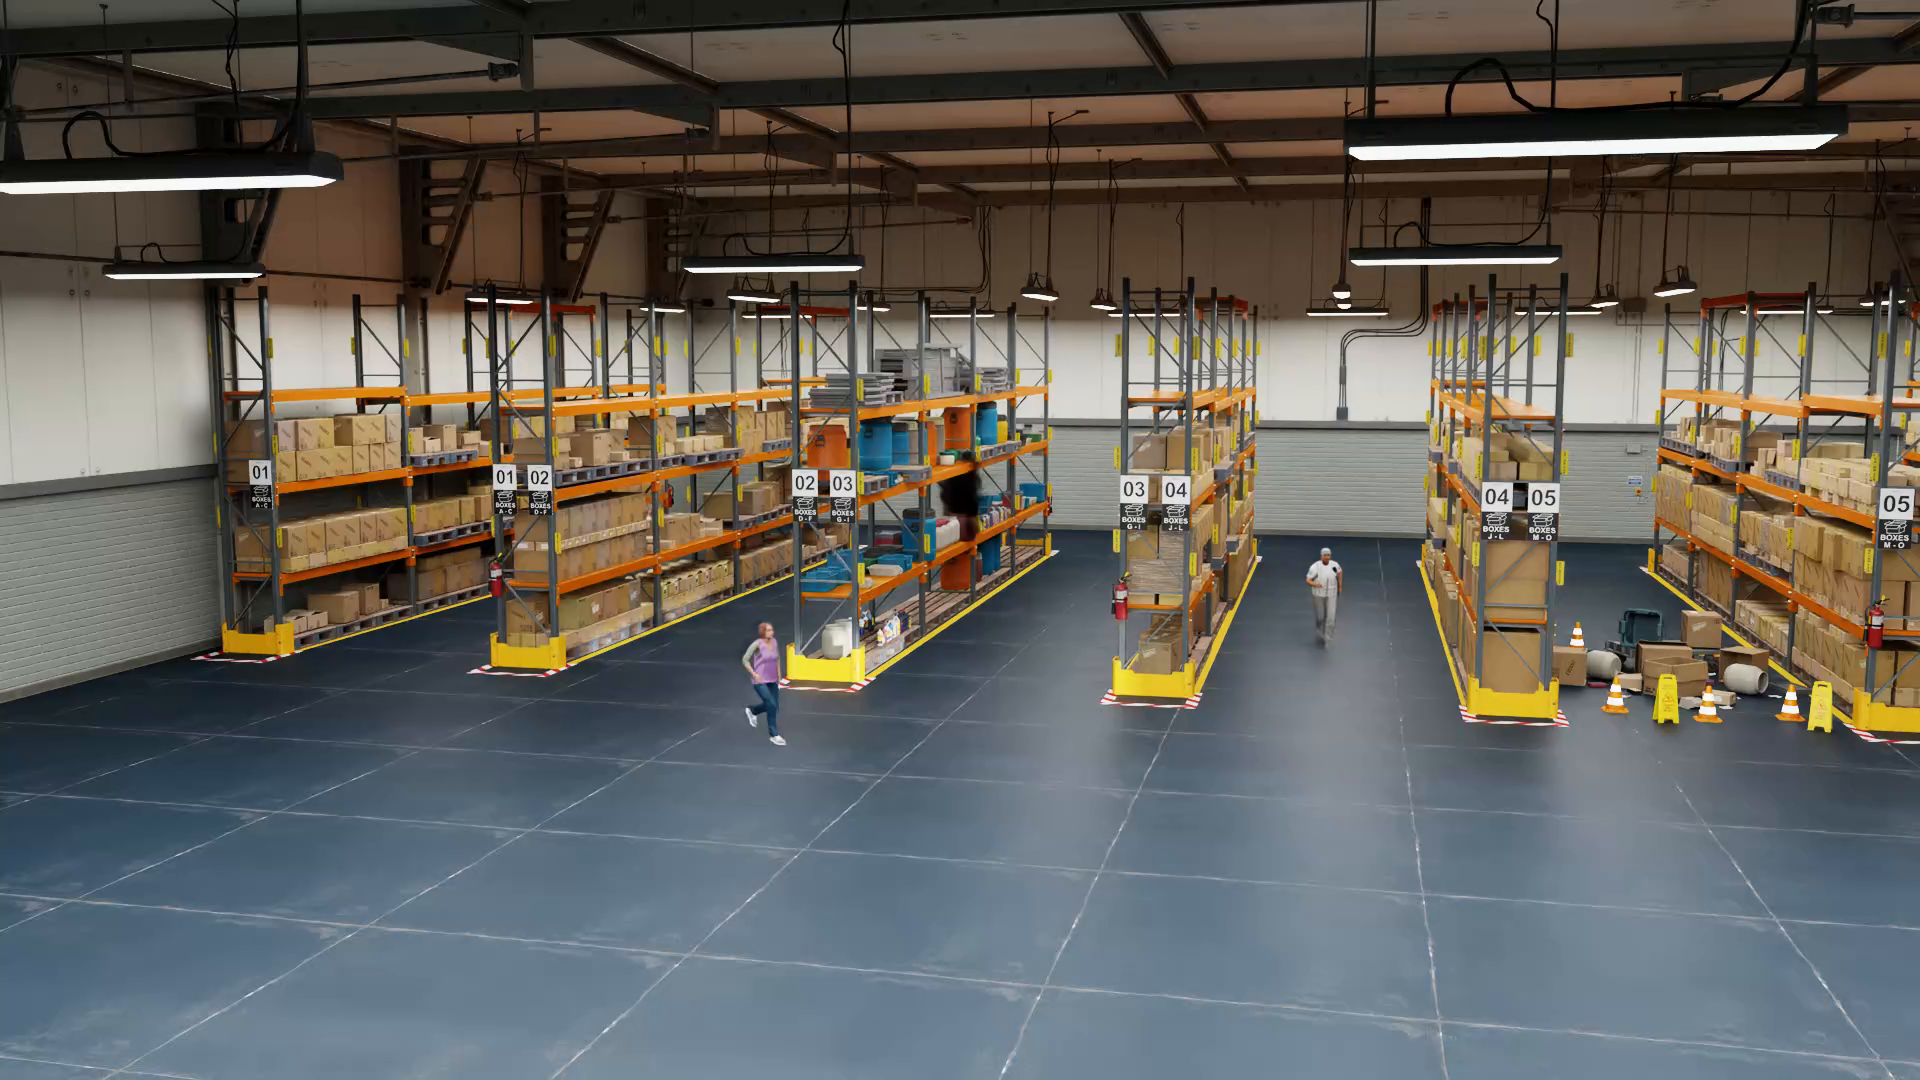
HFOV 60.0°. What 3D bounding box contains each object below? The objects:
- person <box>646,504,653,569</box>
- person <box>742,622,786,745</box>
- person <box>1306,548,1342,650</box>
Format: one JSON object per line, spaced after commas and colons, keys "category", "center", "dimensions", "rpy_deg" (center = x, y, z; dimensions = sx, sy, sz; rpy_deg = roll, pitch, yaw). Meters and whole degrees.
{"category": "person", "center": [-6.397, 0.139, 34.756], "dimensions": [0.672, 1.771, 0.838], "rpy_deg": [1, 7, 9]}
{"category": "person", "center": [-2.529, 1.810, 21.213], "dimensions": [0.695, 1.576, 0.559], "rpy_deg": [6, 9, 43]}
{"category": "person", "center": [6.169, 0.976, 28.134], "dimensions": [0.636, 1.712, 0.849], "rpy_deg": [0, 7, 2]}
